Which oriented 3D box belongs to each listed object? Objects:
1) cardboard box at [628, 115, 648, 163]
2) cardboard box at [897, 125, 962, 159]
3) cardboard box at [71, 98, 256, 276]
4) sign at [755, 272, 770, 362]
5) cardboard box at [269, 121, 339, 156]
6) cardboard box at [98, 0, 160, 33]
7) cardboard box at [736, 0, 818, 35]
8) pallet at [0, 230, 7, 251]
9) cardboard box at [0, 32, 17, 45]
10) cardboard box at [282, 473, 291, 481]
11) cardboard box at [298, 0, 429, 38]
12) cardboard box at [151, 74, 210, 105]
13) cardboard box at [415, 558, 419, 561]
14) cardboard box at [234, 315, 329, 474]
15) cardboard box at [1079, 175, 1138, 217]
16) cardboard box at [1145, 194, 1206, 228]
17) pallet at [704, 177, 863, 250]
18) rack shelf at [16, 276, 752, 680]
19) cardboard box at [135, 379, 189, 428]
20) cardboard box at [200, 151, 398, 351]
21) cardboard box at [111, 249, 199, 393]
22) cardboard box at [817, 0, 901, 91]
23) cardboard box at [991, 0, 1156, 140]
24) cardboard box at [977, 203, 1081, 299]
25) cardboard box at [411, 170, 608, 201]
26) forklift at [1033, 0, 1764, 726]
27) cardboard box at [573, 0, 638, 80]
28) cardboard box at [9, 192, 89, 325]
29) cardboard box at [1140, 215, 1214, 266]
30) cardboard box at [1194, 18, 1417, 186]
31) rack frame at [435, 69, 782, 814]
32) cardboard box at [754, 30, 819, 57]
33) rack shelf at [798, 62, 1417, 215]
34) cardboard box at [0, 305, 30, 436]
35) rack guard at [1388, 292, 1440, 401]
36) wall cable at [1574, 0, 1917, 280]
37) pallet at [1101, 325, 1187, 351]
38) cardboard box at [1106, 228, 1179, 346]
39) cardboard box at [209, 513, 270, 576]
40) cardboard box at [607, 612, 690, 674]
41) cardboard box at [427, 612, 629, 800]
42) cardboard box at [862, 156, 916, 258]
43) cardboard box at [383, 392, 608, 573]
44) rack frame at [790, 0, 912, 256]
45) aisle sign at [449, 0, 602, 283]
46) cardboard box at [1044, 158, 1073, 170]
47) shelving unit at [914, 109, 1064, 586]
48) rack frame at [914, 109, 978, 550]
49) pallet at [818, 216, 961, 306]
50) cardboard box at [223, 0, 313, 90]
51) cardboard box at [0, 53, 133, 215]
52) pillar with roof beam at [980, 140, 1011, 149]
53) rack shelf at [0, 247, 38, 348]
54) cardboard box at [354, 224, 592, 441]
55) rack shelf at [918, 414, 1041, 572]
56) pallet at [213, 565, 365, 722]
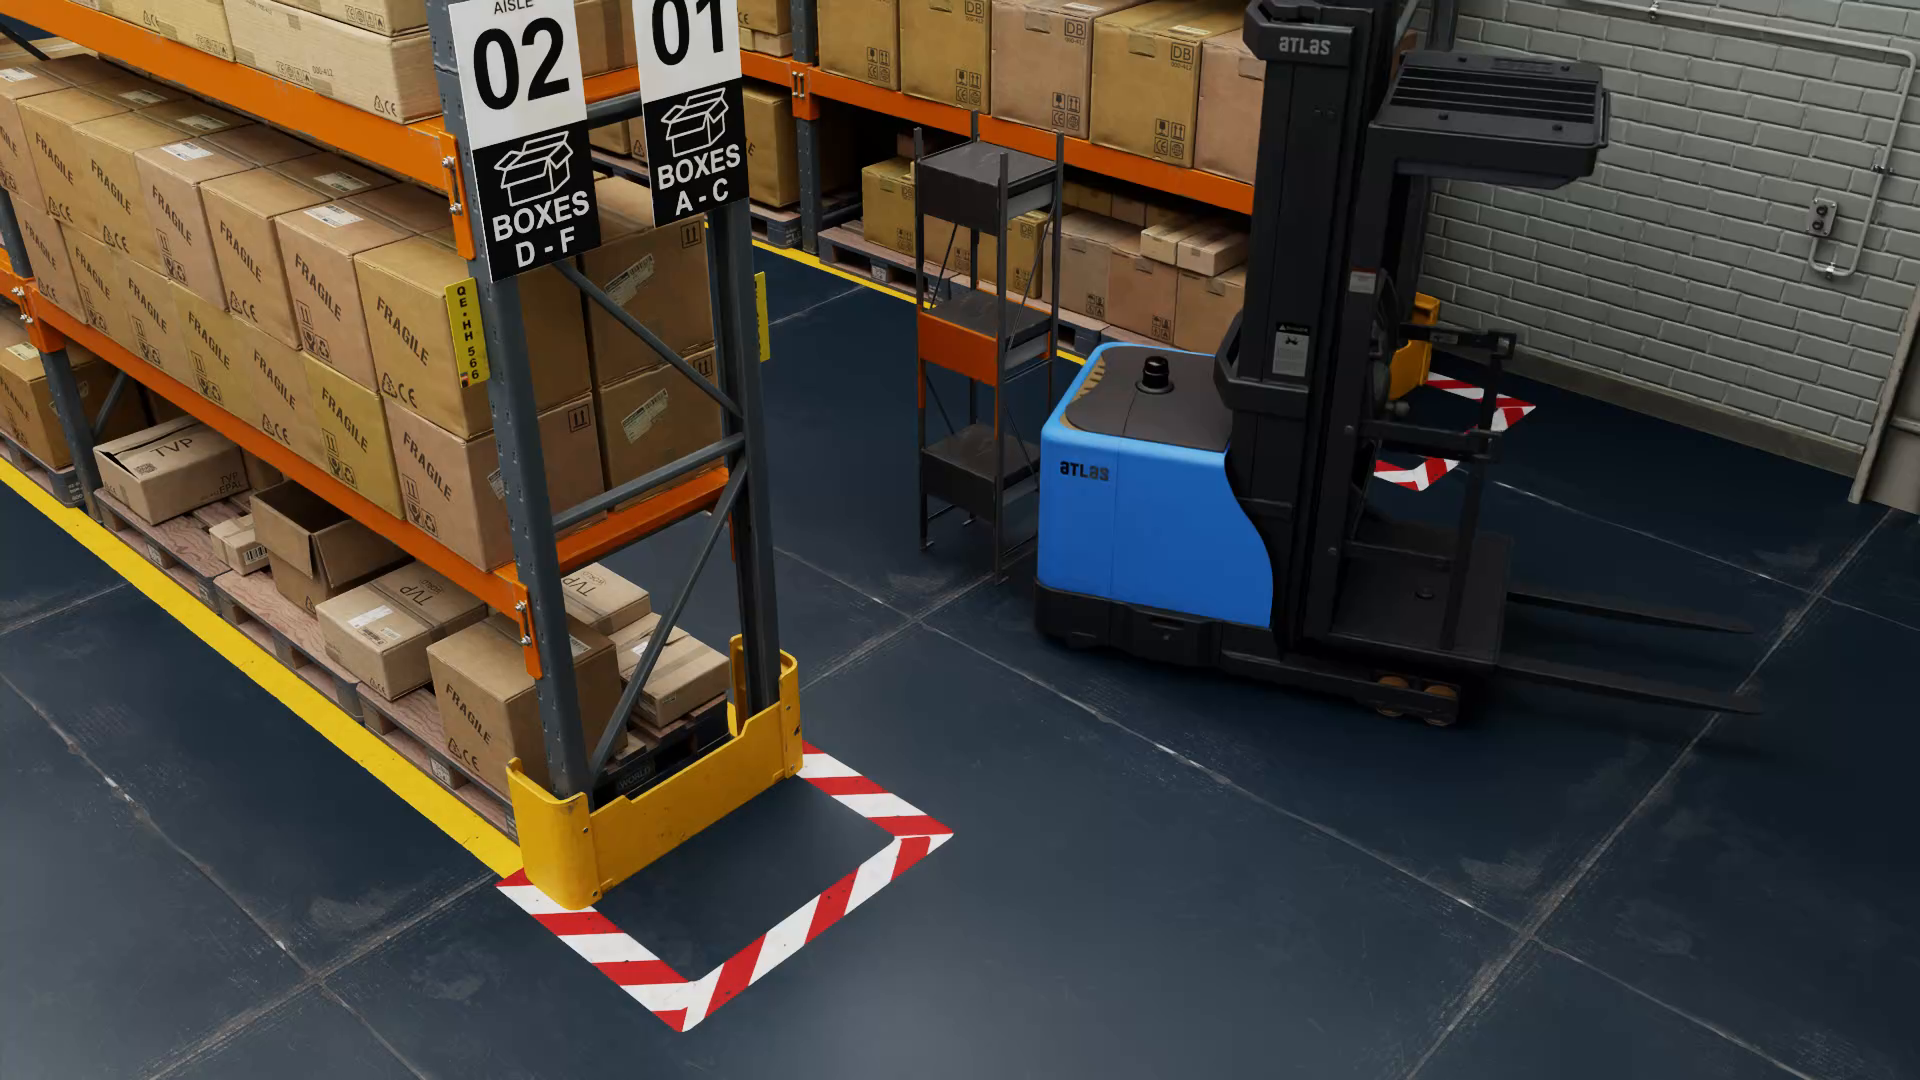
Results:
[{"bbox_3d":[-1.946,-3.207,12.345,0.750,0.750,0.750,26,40,36],"label":"cardboard box"},{"bbox_3d":[-0.204,-2.681,11.182,0.250,0.149,0.380,25,39,35],"label":"cardboard box"},{"bbox_3d":[-3.113,-1.414,6.625,0.500,0.500,0.500,24,38,34],"label":"cardboard box"},{"bbox_3d":[-0.707,-0.764,5.772,0.005,0.325,0.100,25,39,35],"label":"sign"},{"bbox_3d":[-2.361,-1.440,6.667,0.500,0.500,0.500,25,39,35],"label":"cardboard box"},{"bbox_3d":[-2.732,-2.008,5.915,0.500,0.250,0.500,25,39,35],"label":"cardboard box"},{"bbox_3d":[-1.227,-3.708,11.097,0.500,0.500,0.500,24,39,34],"label":"cardboard box"},{"bbox_3d":[-4.556,-1.806,8.528,1.213,0.211,1.003,25,39,35],"label":"pallet"},{"bbox_3d":[-5.388,-2.381,8.793,0.500,0.500,0.700,15,34,23],"label":"cardboard box"},{"bbox_3d":[-2.868,-0.259,7.952,0.500,0.311,0.500,25,39,35],"label":"cardboard box"},{"bbox_3d":[-1.623,-1.701,4.920,0.500,0.250,0.500,25,39,35],"label":"cardboard box"},{"bbox_3d":[-3.106,-1.789,7.247,0.500,0.500,0.500,24,39,34],"label":"cardboard box"},{"bbox_3d":[-2.025,0.161,7.314,0.500,0.250,0.500,25,39,35],"label":"cardboard box"},{"bbox_3d":[-2.339,-0.633,6.296,0.500,0.500,0.500,25,39,35],"label":"cardboard box"},{"bbox_3d":[0.950,-2.144,10.290,0.250,0.149,0.380,25,39,36],"label":"cardboard box"},{"bbox_3d":[1.330,-1.967,9.997,0.250,0.149,0.380,25,39,35],"label":"cardboard box"},{"bbox_3d":[-1.338,-2.509,12.214,1.213,0.211,1.003,25,39,35],"label":"pallet"},{"bbox_3d":[-2.554,-0.570,6.986,4.000,0.370,1.077,25,39,35],"label":"rack shelf"},{"bbox_3d":[-4.232,-0.949,8.914,0.500,0.500,0.500,23,38,33],"label":"cardboard box"},{"bbox_3d":[-2.348,-1.058,6.033,0.500,0.500,0.500,26,40,36],"label":"cardboard box"},{"bbox_3d":[-3.091,-0.983,6.877,0.500,0.500,0.500,25,39,35],"label":"cardboard box"},{"bbox_3d":[-0.324,-3.400,10.699,0.700,0.700,0.980,26,39,36],"label":"cardboard box"},{"bbox_3d":[0.759,-2.898,9.864,0.700,0.700,0.980,23,38,33],"label":"cardboard box"},{"bbox_3d":[0.519,-1.923,10.553,0.500,0.500,0.700,26,40,36],"label":"cardboard box"},{"bbox_3d":[-1.616,-1.090,6.085,0.500,0.500,0.500,25,39,36],"label":"cardboard box"},{"bbox_3d":[1.901,-0.788,6.718,3.031,2.935,1.130,10,33,16],"label":"forklift"},{"bbox_3d":[-1.281,-1.682,5.372,0.500,0.250,0.500,25,39,35],"label":"cardboard box"},{"bbox_3d":[-3.842,-1.333,7.458,0.500,0.500,0.500,26,40,36],"label":"cardboard box"},{"bbox_3d":[1.257,-1.735,9.612,0.250,0.149,0.380,26,40,36],"label":"cardboard box"},{"bbox_3d":[1.865,-2.383,9.009,0.700,0.700,0.980,27,40,37],"label":"cardboard box"},{"bbox_3d":[-1.071,-0.186,5.651,0.127,3.000,1.000,25,39,35],"label":"rack frame"},{"bbox_3d":[-1.156,-3.376,11.173,0.250,0.149,0.380,25,39,36],"label":"cardboard box"},{"bbox_3d":[0.767,-2.466,10.135,4.000,0.370,1.077,25,39,35],"label":"rack shelf"},{"bbox_3d":[-4.956,-0.923,8.873,0.500,0.500,0.500,25,39,35],"label":"cardboard box"},{"bbox_3d":[2.268,-1.002,9.430,0.348,0.500,1.175,25,39,35],"label":"rack guard"},{"bbox_3d":[3.834,-2.435,8.402,1.851,1.984,0.084,25,39,35],"label":"wall cable"},{"bbox_3d":[1.605,-1.134,9.929,1.213,0.211,1.003,25,39,35],"label":"pallet"},{"bbox_3d":[1.293,-1.568,9.962,0.500,0.500,0.700,25,39,35],"label":"cardboard box"},{"bbox_3d":[-3.223,-0.021,7.698,0.250,0.166,0.380,25,39,35],"label":"cardboard box"},{"bbox_3d":[-1.336,0.477,6.871,0.250,0.166,0.380,25,39,35],"label":"cardboard box"},{"bbox_3d":[-1.639,0.602,6.338,0.500,0.500,0.500,25,39,35],"label":"cardboard box"},{"bbox_3d":[-0.230,-2.277,11.140,0.500,0.500,0.700,26,39,36],"label":"cardboard box"},{"bbox_3d":[-1.586,-0.280,5.709,0.500,0.500,0.500,26,40,36],"label":"cardboard box"},{"bbox_3d":[-0.715,-3.466,11.099,0.127,3.000,1.000,25,39,35],"label":"rack frame"},{"bbox_3d":[-1.226,-1.159,4.746,0.004,0.787,0.394,25,39,35],"label":"aisle sign"},{"bbox_3d":[0.570,-2.321,10.584,0.250,0.149,0.380,25,39,36],"label":"cardboard box"},{"bbox_3d":[0.123,-0.842,7.613,0.503,2.100,0.431,25,39,35],"label":"shelving unit"},{"bbox_3d":[-0.058,-0.927,7.754,0.015,2.100,0.400,25,39,35],"label":"rack frame"},{"bbox_3d":[-0.204,-1.978,11.331,1.213,0.211,1.003,25,39,35],"label":"pallet"},{"bbox_3d":[-1.992,-1.661,5.338,0.500,0.250,0.500,25,39,35],"label":"cardboard box"},{"bbox_3d":[-3.876,-1.771,7.217,0.500,0.500,0.500,26,40,36],"label":"cardboard box"},{"bbox_3d":[-2.505,-4.478,6.964,0.400,9.000,9.100,25,39,35],"label":"pillar with roof beam"},{"bbox_3d":[-5.520,-1.954,9.286,4.000,0.370,1.077,25,39,35],"label":"rack shelf"},{"bbox_3d":[-1.586,-0.706,5.448,0.500,0.500,0.500,25,39,35],"label":"cardboard box"},{"bbox_3d":[0.123,-0.231,7.981,0.480,0.518,0.431,25,39,35],"label":"rack shelf"},{"bbox_3d":[-2.619,0.285,7.573,1.213,0.211,1.003,25,39,35],"label":"pallet"}]
